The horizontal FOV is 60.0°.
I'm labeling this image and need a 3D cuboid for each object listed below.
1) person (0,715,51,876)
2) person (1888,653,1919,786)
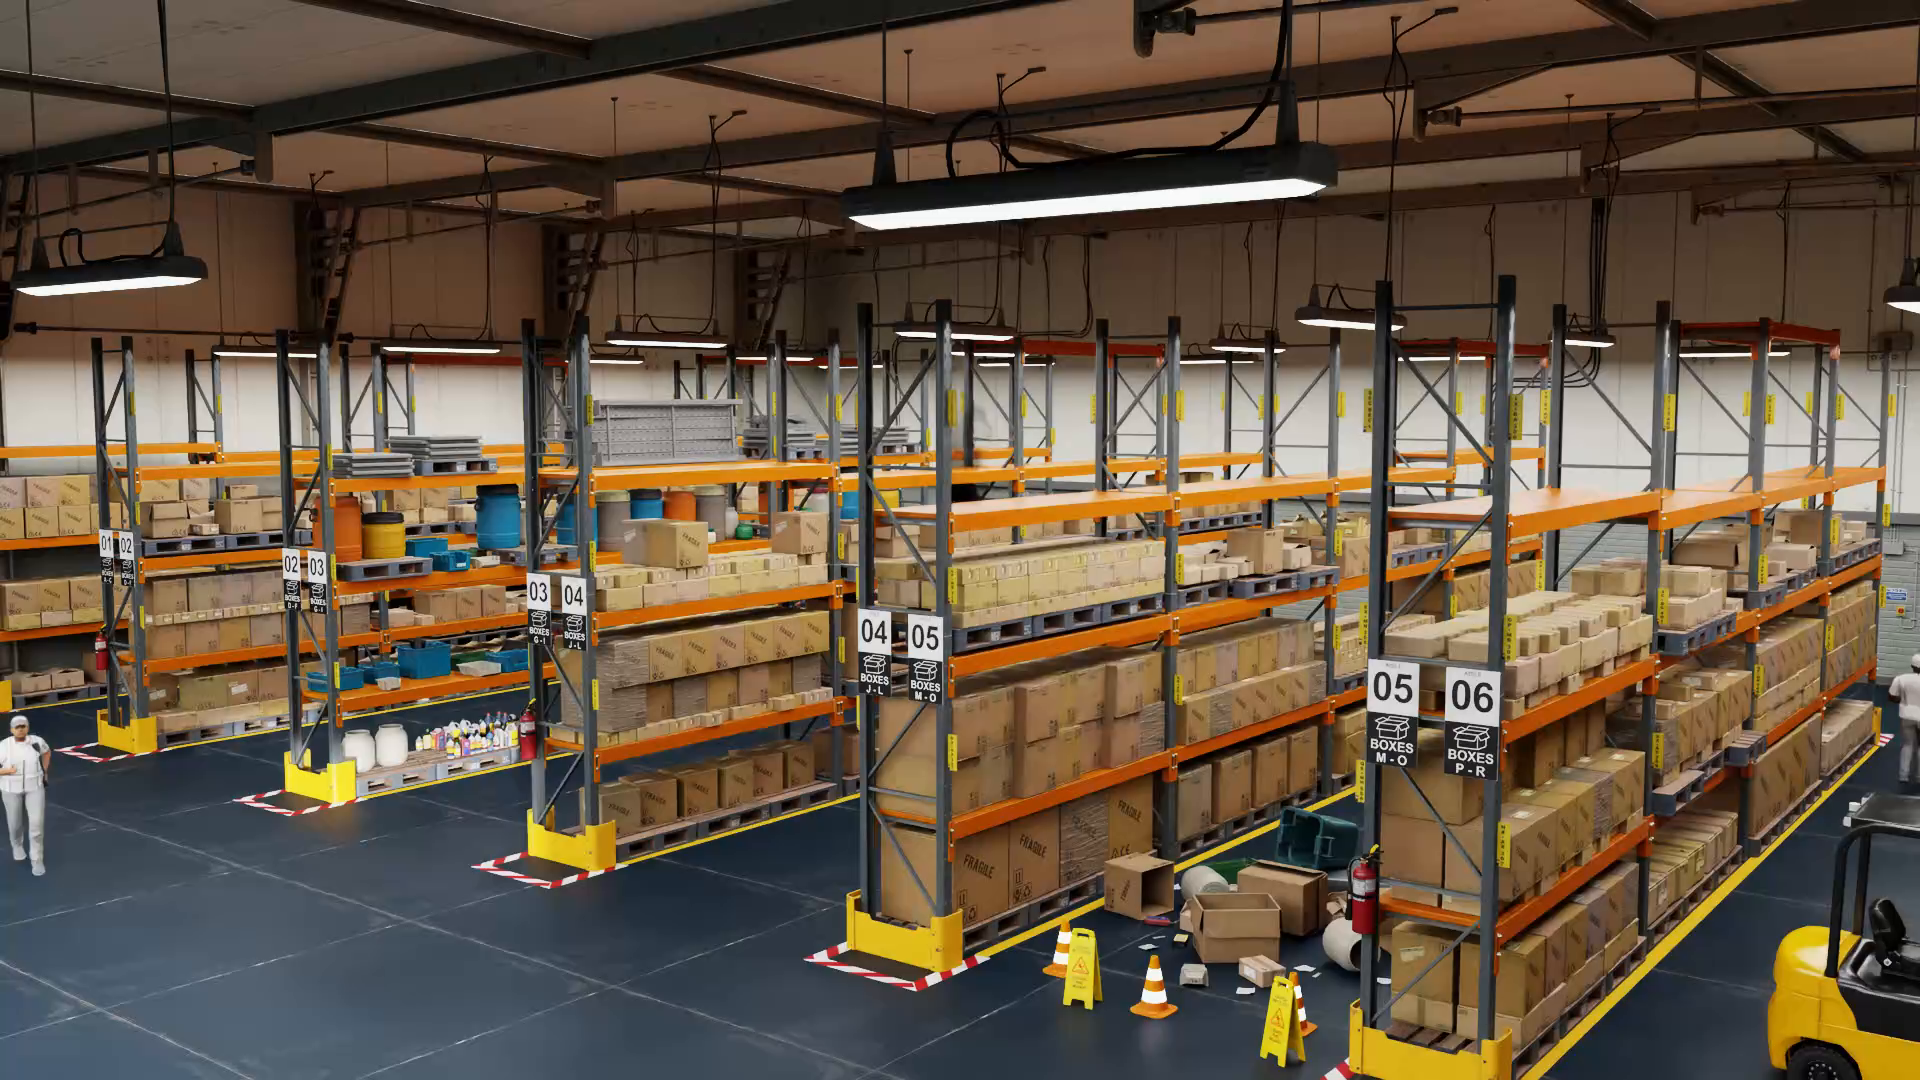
[{"bbox_3d":[-10.208,2.743,18.108,0.598,1.691,0.874,-3,6,-33],"label":"person"},{"bbox_3d":[12.555,2.380,21.825,0.689,1.797,0.810,4,6,40],"label":"person"}]
